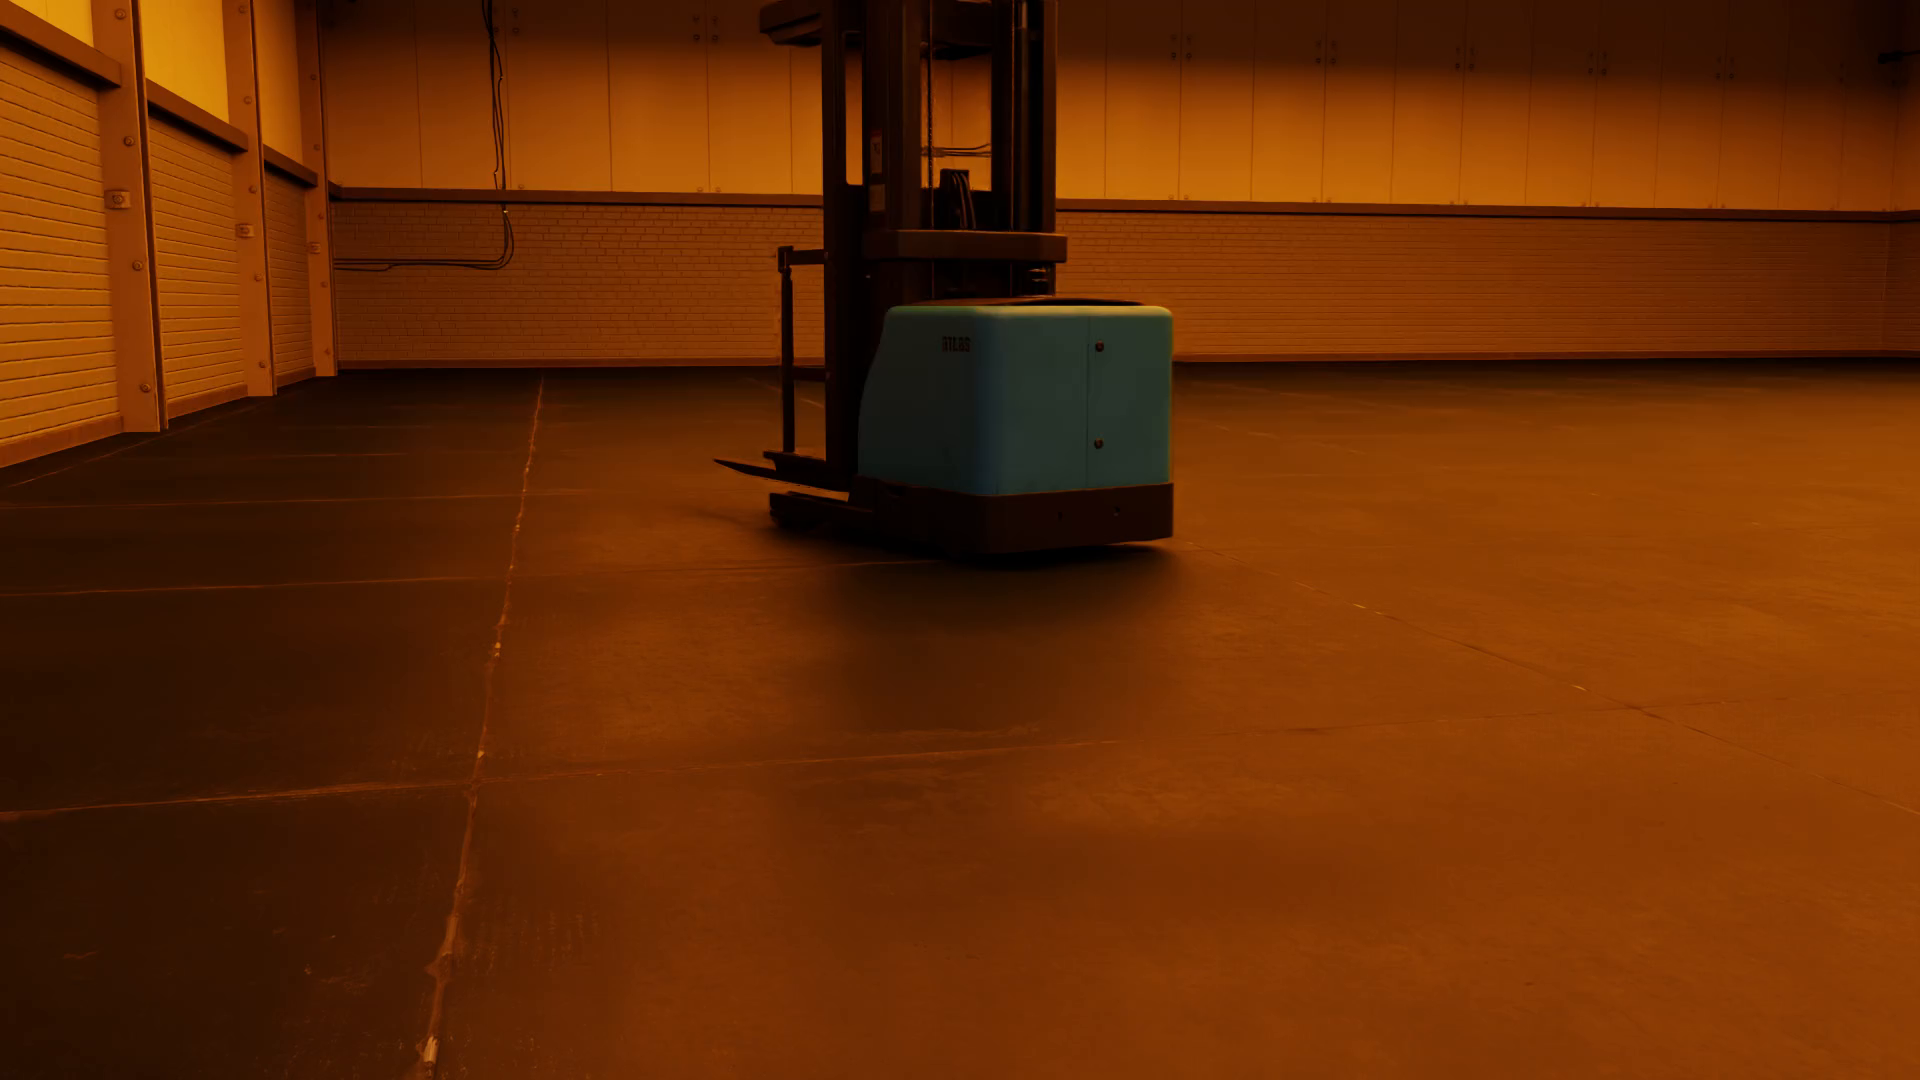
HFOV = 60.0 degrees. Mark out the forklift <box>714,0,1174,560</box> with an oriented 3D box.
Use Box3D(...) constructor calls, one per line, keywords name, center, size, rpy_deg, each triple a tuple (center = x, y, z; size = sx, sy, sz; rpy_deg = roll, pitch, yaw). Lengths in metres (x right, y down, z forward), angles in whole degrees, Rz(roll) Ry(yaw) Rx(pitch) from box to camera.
Box3D(name="forklift", center=(-0.282, -1.532, 8.081), size=(1.130, 2.935, 3.031), rpy_deg=(-5, 9, -33))
